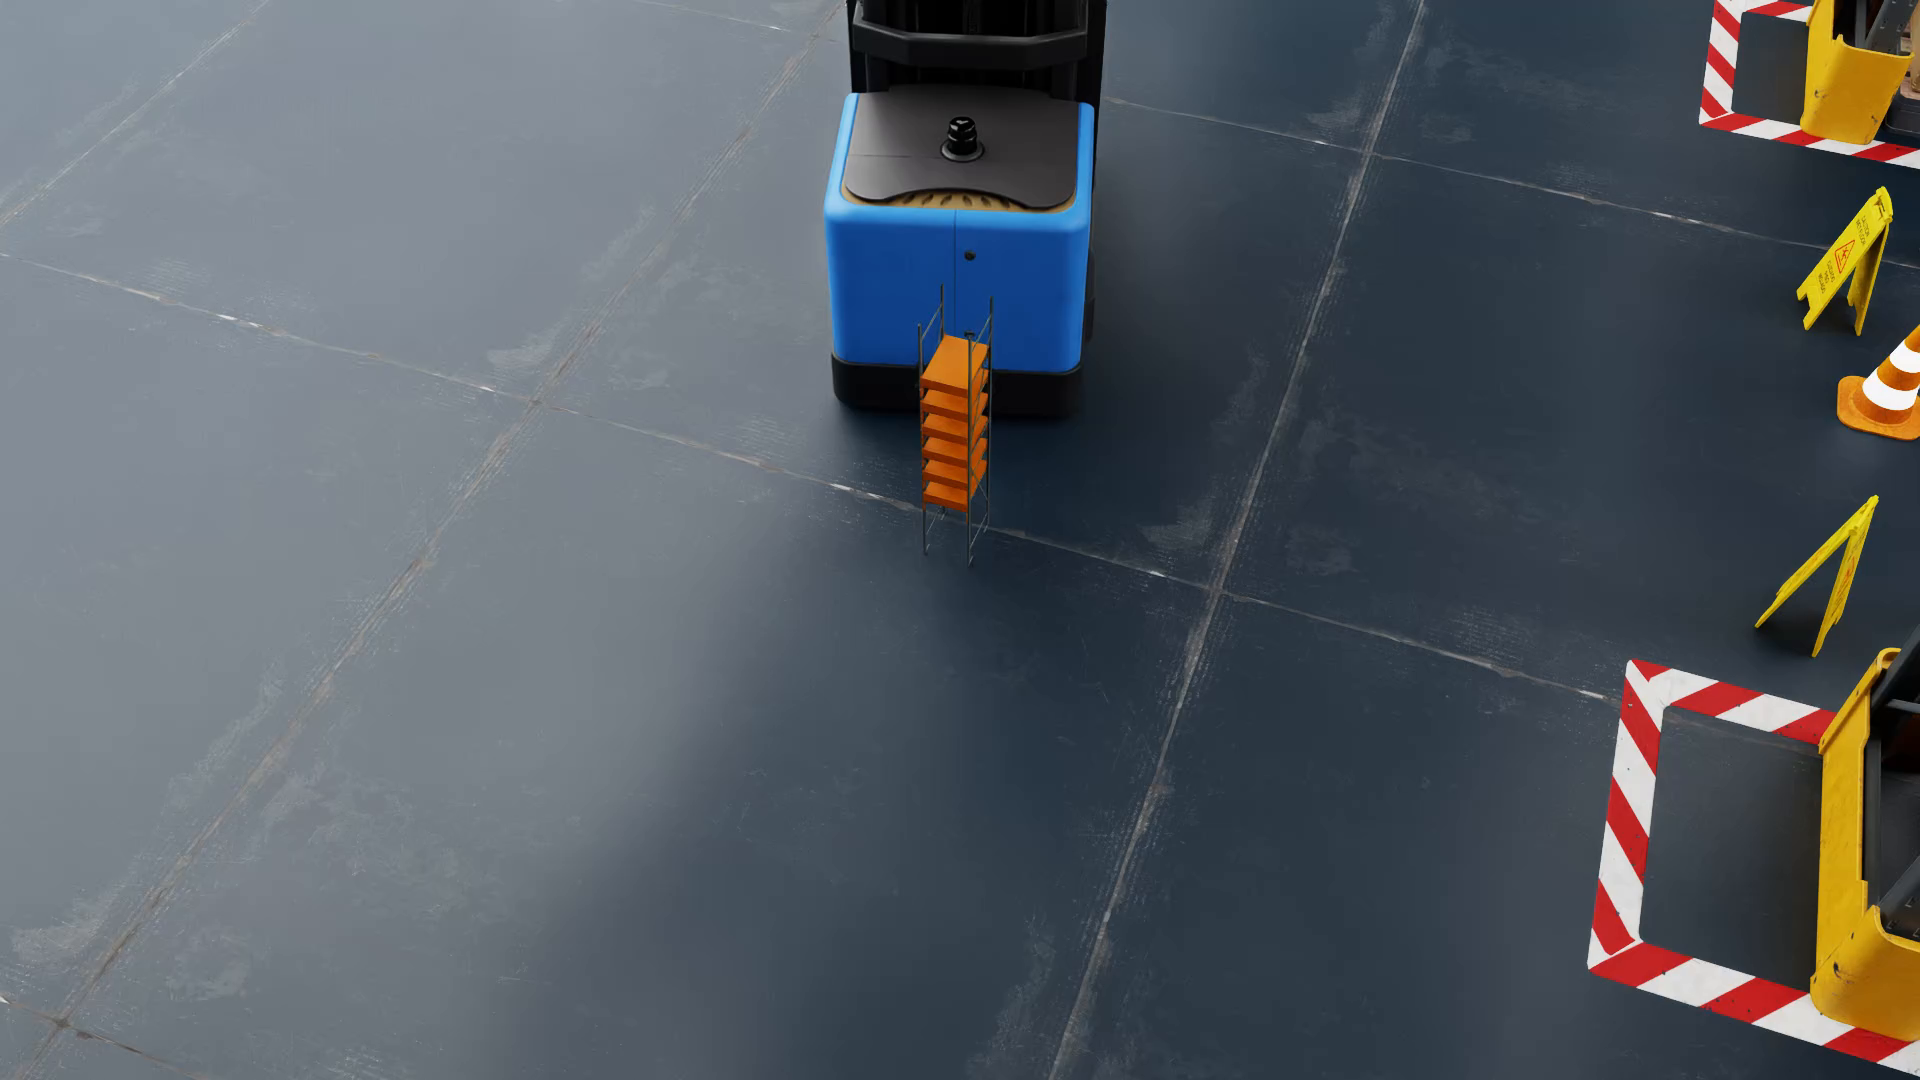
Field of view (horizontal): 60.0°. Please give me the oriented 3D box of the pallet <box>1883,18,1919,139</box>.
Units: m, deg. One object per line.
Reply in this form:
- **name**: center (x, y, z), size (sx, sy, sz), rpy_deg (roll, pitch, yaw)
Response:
- **pallet**: center (5.404, -2.332, 8.498), size (1.213, 0.211, 1.003), rpy_deg (16, 51, 13)

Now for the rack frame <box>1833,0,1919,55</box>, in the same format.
- **rack frame**: center (4.627, -3.399, 7.578), size (0.127, 3.000, 1.000), rpy_deg (16, 51, 13)

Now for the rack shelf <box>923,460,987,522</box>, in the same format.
- **rack shelf**: center (-0.014, -0.210, 6.381), size (0.180, 0.103, 0.258), rpy_deg (16, 51, 13)

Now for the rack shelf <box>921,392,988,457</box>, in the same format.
- **rack shelf**: center (-0.014, -0.446, 6.109), size (0.180, 0.103, 0.258), rpy_deg (16, 51, 13)

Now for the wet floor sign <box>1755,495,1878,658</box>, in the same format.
- **wet floor sign**: center (3.199, 0.099, 6.104), size (0.232, 0.644, 0.267), rpy_deg (33, 57, 25)

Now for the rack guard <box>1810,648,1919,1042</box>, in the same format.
- **rack guard**: center (3.078, 0.975, 5.441), size (0.348, 0.500, 1.175), rpy_deg (16, 51, 13)

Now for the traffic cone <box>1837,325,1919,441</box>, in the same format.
- **traffic cone**: center (3.923, -0.711, 6.926), size (0.334, 0.463, 0.336), rpy_deg (16, 51, 13)

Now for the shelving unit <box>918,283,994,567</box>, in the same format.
- **shelving unit**: center (-0.014, -0.397, 6.166), size (0.189, 1.200, 0.258), rpy_deg (16, 51, 13)

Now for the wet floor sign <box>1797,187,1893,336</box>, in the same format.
- **wet floor sign**: center (3.914, -1.232, 7.257), size (0.232, 0.644, 0.267), rpy_deg (8, 50, 7)

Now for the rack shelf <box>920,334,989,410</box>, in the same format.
- **rack shelf**: center (-0.014, -0.603, 5.928), size (0.180, 0.103, 0.258), rpy_deg (16, 51, 13)

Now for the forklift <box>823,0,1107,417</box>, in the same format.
- **forklift**: center (0.089, -2.594, 6.925), size (1.130, 2.935, 3.031), rpy_deg (3, 49, 3)

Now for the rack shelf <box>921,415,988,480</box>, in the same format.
- **rack shelf**: center (-0.014, -0.368, 6.200), size (0.180, 0.103, 0.258), rpy_deg (16, 51, 13)

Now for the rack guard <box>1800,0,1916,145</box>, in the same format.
- **rack guard**: center (4.605, -2.587, 8.528), size (0.348, 0.500, 1.175), rpy_deg (16, 51, 13)

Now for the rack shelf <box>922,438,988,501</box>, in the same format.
- **rack shelf**: center (-0.014, -0.289, 6.291), size (0.180, 0.103, 0.258), rpy_deg (16, 51, 13)

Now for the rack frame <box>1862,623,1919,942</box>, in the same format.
- **rack frame**: center (3.007, 0.136, 4.514), size (0.127, 3.000, 1.000), rpy_deg (16, 51, 13)

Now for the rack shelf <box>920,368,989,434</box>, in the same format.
- **rack shelf**: center (-0.014, -0.525, 6.019), size (0.180, 0.103, 0.258), rpy_deg (16, 51, 13)

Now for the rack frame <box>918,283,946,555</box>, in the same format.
- **rack frame**: center (-0.099, -0.421, 6.187), size (0.006, 1.200, 0.240), rpy_deg (16, 51, 13)

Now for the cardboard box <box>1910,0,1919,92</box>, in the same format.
- **cardboard box**: center (5.286, -2.710, 8.108), size (0.875, 0.875, 0.875), rpy_deg (16, 51, 13)

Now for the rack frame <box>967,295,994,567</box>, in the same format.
- **rack frame**: center (0.072, -0.373, 6.146), size (0.006, 1.200, 0.240), rpy_deg (16, 51, 13)
